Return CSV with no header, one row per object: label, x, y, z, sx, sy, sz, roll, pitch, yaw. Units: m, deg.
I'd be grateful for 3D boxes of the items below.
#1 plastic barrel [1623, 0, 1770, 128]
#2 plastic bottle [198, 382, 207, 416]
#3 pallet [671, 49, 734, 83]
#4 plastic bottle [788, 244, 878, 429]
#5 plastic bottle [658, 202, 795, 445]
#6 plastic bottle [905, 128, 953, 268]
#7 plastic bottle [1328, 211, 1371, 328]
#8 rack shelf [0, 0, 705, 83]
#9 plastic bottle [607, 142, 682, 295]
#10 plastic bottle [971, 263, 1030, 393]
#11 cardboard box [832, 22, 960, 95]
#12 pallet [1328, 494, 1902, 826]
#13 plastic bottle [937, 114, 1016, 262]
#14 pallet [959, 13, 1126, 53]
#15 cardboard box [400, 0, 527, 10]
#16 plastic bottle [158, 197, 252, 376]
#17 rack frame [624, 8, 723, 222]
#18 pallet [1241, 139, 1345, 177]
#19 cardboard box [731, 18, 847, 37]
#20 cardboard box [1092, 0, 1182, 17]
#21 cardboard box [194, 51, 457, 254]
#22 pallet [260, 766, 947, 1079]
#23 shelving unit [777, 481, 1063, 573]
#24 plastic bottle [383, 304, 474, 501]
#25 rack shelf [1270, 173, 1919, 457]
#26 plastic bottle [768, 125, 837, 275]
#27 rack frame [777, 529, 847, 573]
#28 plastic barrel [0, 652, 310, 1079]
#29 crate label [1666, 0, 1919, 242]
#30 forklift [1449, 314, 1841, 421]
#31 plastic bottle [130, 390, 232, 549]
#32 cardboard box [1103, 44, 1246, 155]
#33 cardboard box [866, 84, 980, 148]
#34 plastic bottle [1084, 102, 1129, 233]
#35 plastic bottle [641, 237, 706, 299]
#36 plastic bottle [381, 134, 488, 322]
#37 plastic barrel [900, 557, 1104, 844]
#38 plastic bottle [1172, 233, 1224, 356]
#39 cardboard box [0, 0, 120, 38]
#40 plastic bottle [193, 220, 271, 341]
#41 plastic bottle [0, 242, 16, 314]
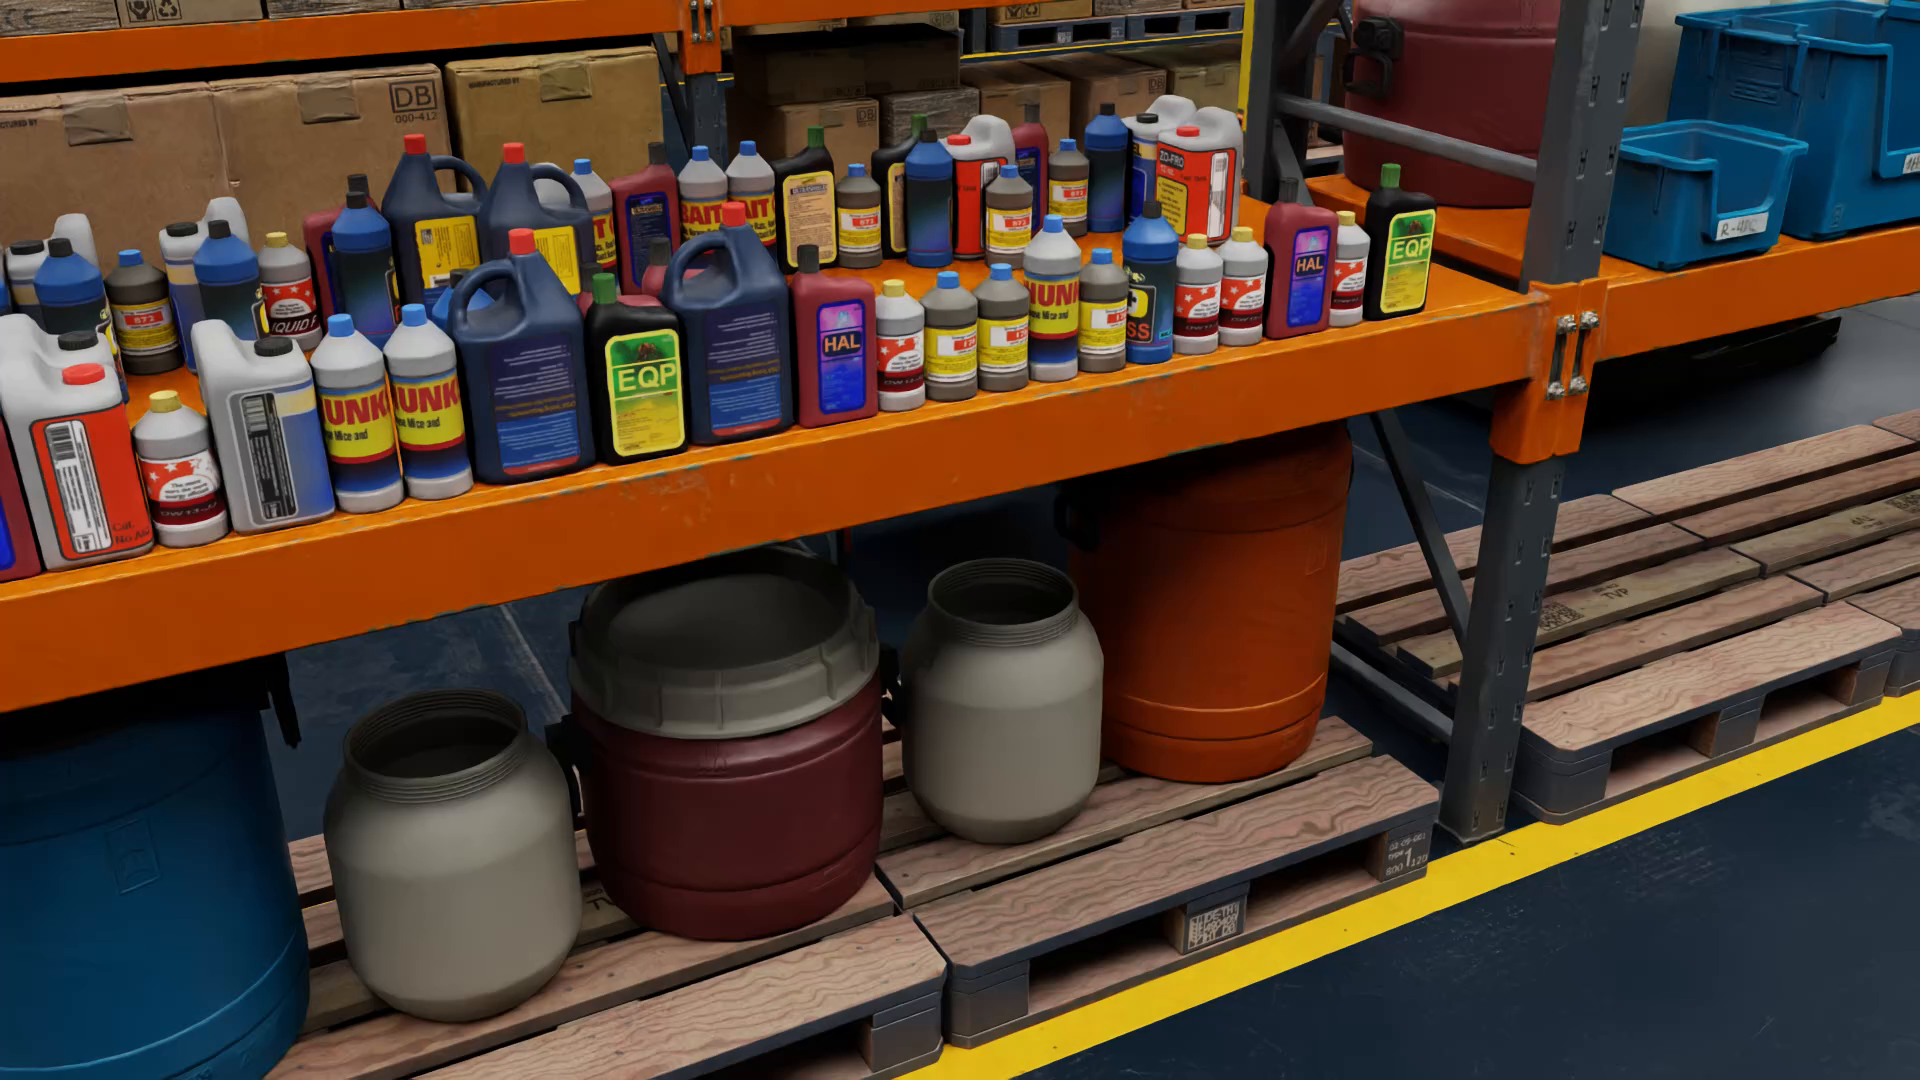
plastic barrel,1.774,-1.195,4.144,0.421,0.512,0.421,0,26,0
plastic bottle,-1.029,-0.178,2.384,0.097,0.201,0.097,0,26,0
pallet,-1.803,-3.781,12.882,1.213,0.211,1.003,-13,29,-25
plastic bottle,-0.198,-0.323,2.591,0.133,0.283,0.061,-13,29,-25
plastic bottle,-0.358,-0.337,2.542,0.185,0.351,0.144,-13,29,-25
plastic bottle,-0.062,-0.700,3.391,0.097,0.271,0.097,0,26,0
plastic bottle,0.700,-0.502,3.059,0.097,0.201,0.097,0,26,0
rack shelf,-3.129,-2.013,6.809,4.000,0.370,1.077,-13,29,-25
plastic bottle,-0.608,-0.618,3.207,0.133,0.283,0.061,-13,29,-25
plastic bottle,0.067,-0.356,2.755,0.097,0.201,0.097,0,26,0
cardboard box,-0.324,-2.414,8.326,0.500,0.250,0.500,-10,27,-19
pallet,1.668,0.261,4.463,1.213,0.211,1.003,-13,29,-25
plastic bottle,0.024,-0.739,3.466,0.135,0.276,0.152,-13,29,-25
pallet,0.628,-4.342,14.050,1.213,0.211,1.003,-13,29,-25
cardboard box,-2.126,-2.496,6.867,0.500,0.500,0.500,-13,29,-26
plastic bottle,-1.277,-0.438,2.841,0.135,0.276,0.152,-13,29,-25
rack frame,-1.364,-2.745,7.502,0.127,3.000,1.000,-13,29,-25
pallet,1.479,-2.143,9.470,1.213,0.211,1.003,-13,29,-25
cardboard box,-1.438,-4.294,12.842,0.750,0.750,1.050,-13,29,-25
cardboard box,1.302,-4.992,14.152,0.875,0.875,0.875,-13,28,-25
cardboard box,-2.773,-1.665,7.222,0.875,0.875,1.225,-13,29,-25
pallet,-0.785,0.827,3.284,1.213,0.211,1.003,-13,29,-25
shelving unit,-0.006,-0.506,5.004,1.048,1.125,0.538,-13,29,-25
plastic bottle,-0.752,-0.198,2.346,0.097,0.271,0.097,0,26,0
rack shelf,2.731,-0.936,4.566,4.000,0.370,1.077,-13,29,-25
plastic bottle,-0.319,-0.685,3.346,0.133,0.283,0.061,-13,29,-25
rack frame,-0.455,-0.402,4.788,0.032,1.125,0.500,-13,29,-25
plastic barrel,-1.450,0.469,2.746,0.708,0.901,0.600,-13,29,-25
crate label,1.970,-0.968,3.760,0.616,0.435,0.502,-13,29,-25
forklift,3.002,-2.208,6.463,3.031,2.935,1.130,-16,30,-31
plastic bottle,-1.043,-0.100,2.221,0.097,0.201,0.097,0,26,0
cardboard box,1.184,-2.424,9.213,0.500,0.500,0.700,-13,29,-25
cardboard box,-0.299,-2.078,8.493,0.500,0.500,0.700,-16,30,-29
plastic bottle,0.317,-0.818,3.636,0.097,0.271,0.097,0,26,0
plastic bottle,-0.429,-0.340,2.628,0.133,0.283,0.061,-13,29,-25
plastic bottle,-0.934,-0.553,2.993,0.185,0.351,0.144,-13,29,-25
plastic barrel,0.087,0.334,3.478,0.421,0.512,0.421,0,26,0
plastic bottle,0.410,-0.435,2.920,0.097,0.201,0.097,0,26,0
cardboard box,-3.485,-2.178,6.205,0.500,0.500,0.500,-14,29,-26
plastic bottle,-1.201,-0.392,2.750,0.097,0.271,0.097,0,26,0
plastic bottle,-1.600,-0.364,2.685,0.135,0.276,0.152,-13,29,-25
